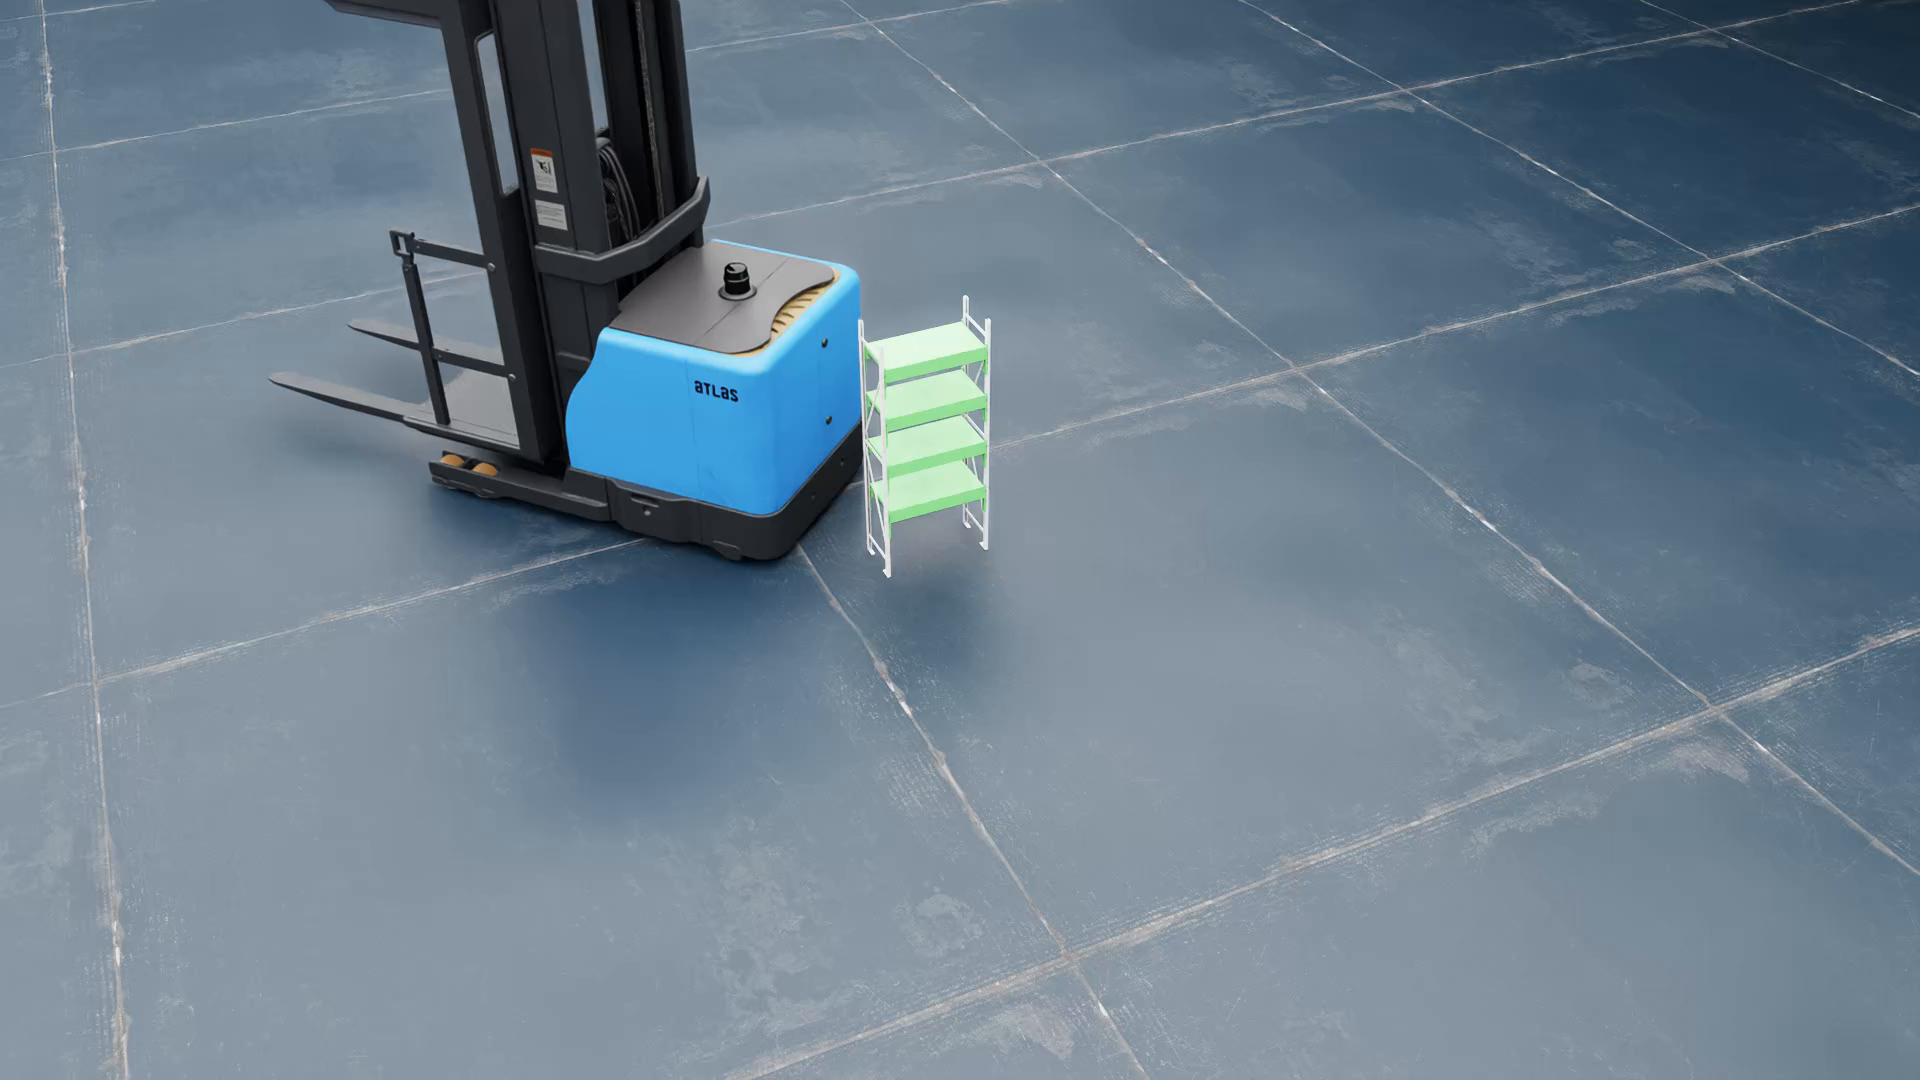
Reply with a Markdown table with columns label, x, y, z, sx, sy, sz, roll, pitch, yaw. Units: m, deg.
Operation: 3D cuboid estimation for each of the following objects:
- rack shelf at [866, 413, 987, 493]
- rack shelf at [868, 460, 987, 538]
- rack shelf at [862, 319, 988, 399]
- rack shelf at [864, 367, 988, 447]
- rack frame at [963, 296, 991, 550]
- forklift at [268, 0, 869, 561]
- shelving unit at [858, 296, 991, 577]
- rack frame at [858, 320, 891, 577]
| label | x | y | z | sx | sy | sz | roll | pitch | yaw |
| --- | --- | --- | --- | --- | --- | --- | --- | --- | --- |
| rack shelf | -0.150 | -0.389 | 7.374 | 0.480 | 0.148 | 0.258 | -16 | 39 | -20 |
| rack shelf | -0.150 | -0.196 | 7.517 | 0.480 | 0.148 | 0.258 | -16 | 39 | -20 |
| rack shelf | -0.150 | -0.774 | 7.088 | 0.480 | 0.148 | 0.258 | -16 | 39 | -20 |
| rack shelf | -0.150 | -0.581 | 7.231 | 0.480 | 0.148 | 0.258 | -16 | 39 | -20 |
| rack frame | 0.071 | -0.502 | 7.419 | 0.015 | 1.200 | 0.240 | -16 | 39 | -20 |
| forklift | -2.012 | -1.651 | 7.516 | 3.031 | 2.935 | 1.130 | 14 | 39 | 18 |
| shelving unit | -0.150 | -0.440 | 7.336 | 0.503 | 1.200 | 0.258 | -16 | 39 | -20 |
| rack frame | -0.371 | -0.378 | 7.253 | 0.015 | 1.200 | 0.240 | -16 | 39 | -20 |
